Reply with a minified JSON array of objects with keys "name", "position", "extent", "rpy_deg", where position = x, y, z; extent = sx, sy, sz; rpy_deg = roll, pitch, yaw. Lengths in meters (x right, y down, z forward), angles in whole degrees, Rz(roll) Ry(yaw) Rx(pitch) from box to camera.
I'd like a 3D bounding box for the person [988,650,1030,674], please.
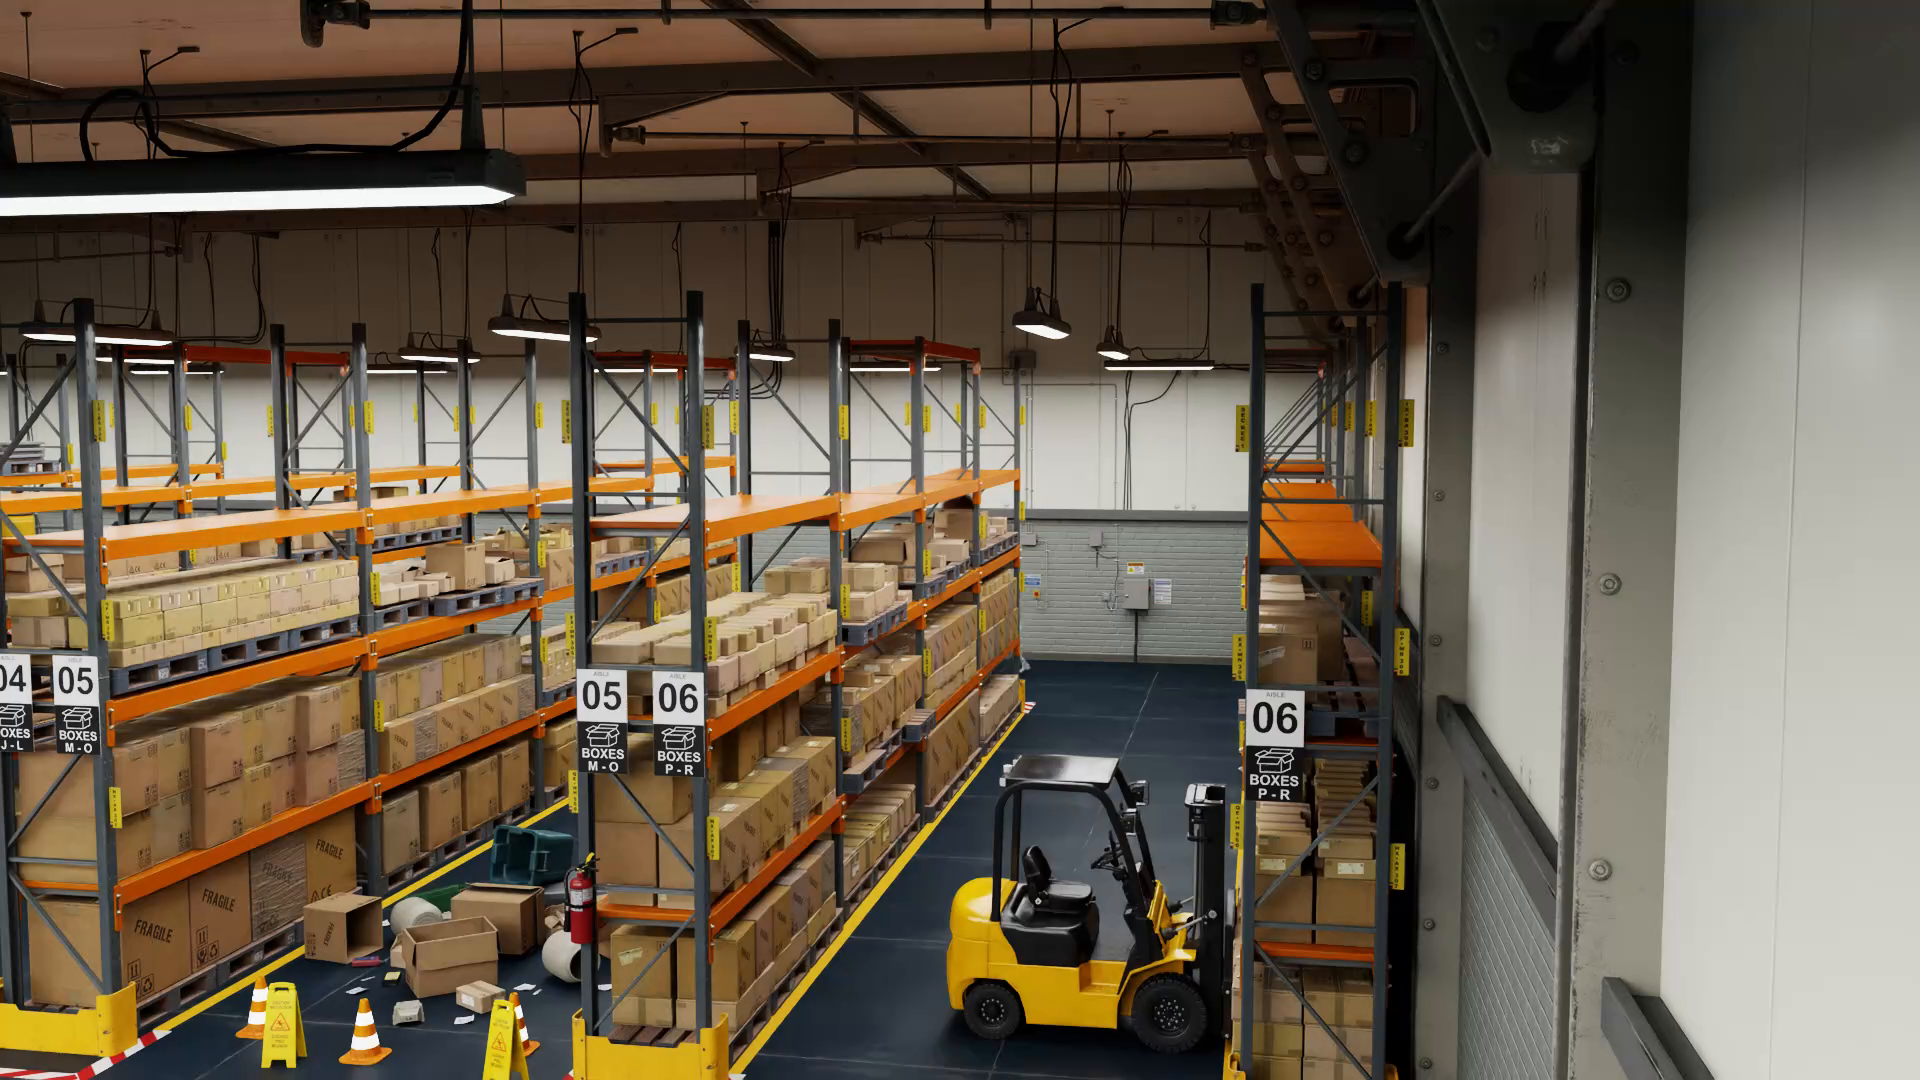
[{"name":"person","position":[0.840,1.738,31.953],"extent":[0.953,1.742,0.599],"rpy_deg":[-1,5,-16]}]
